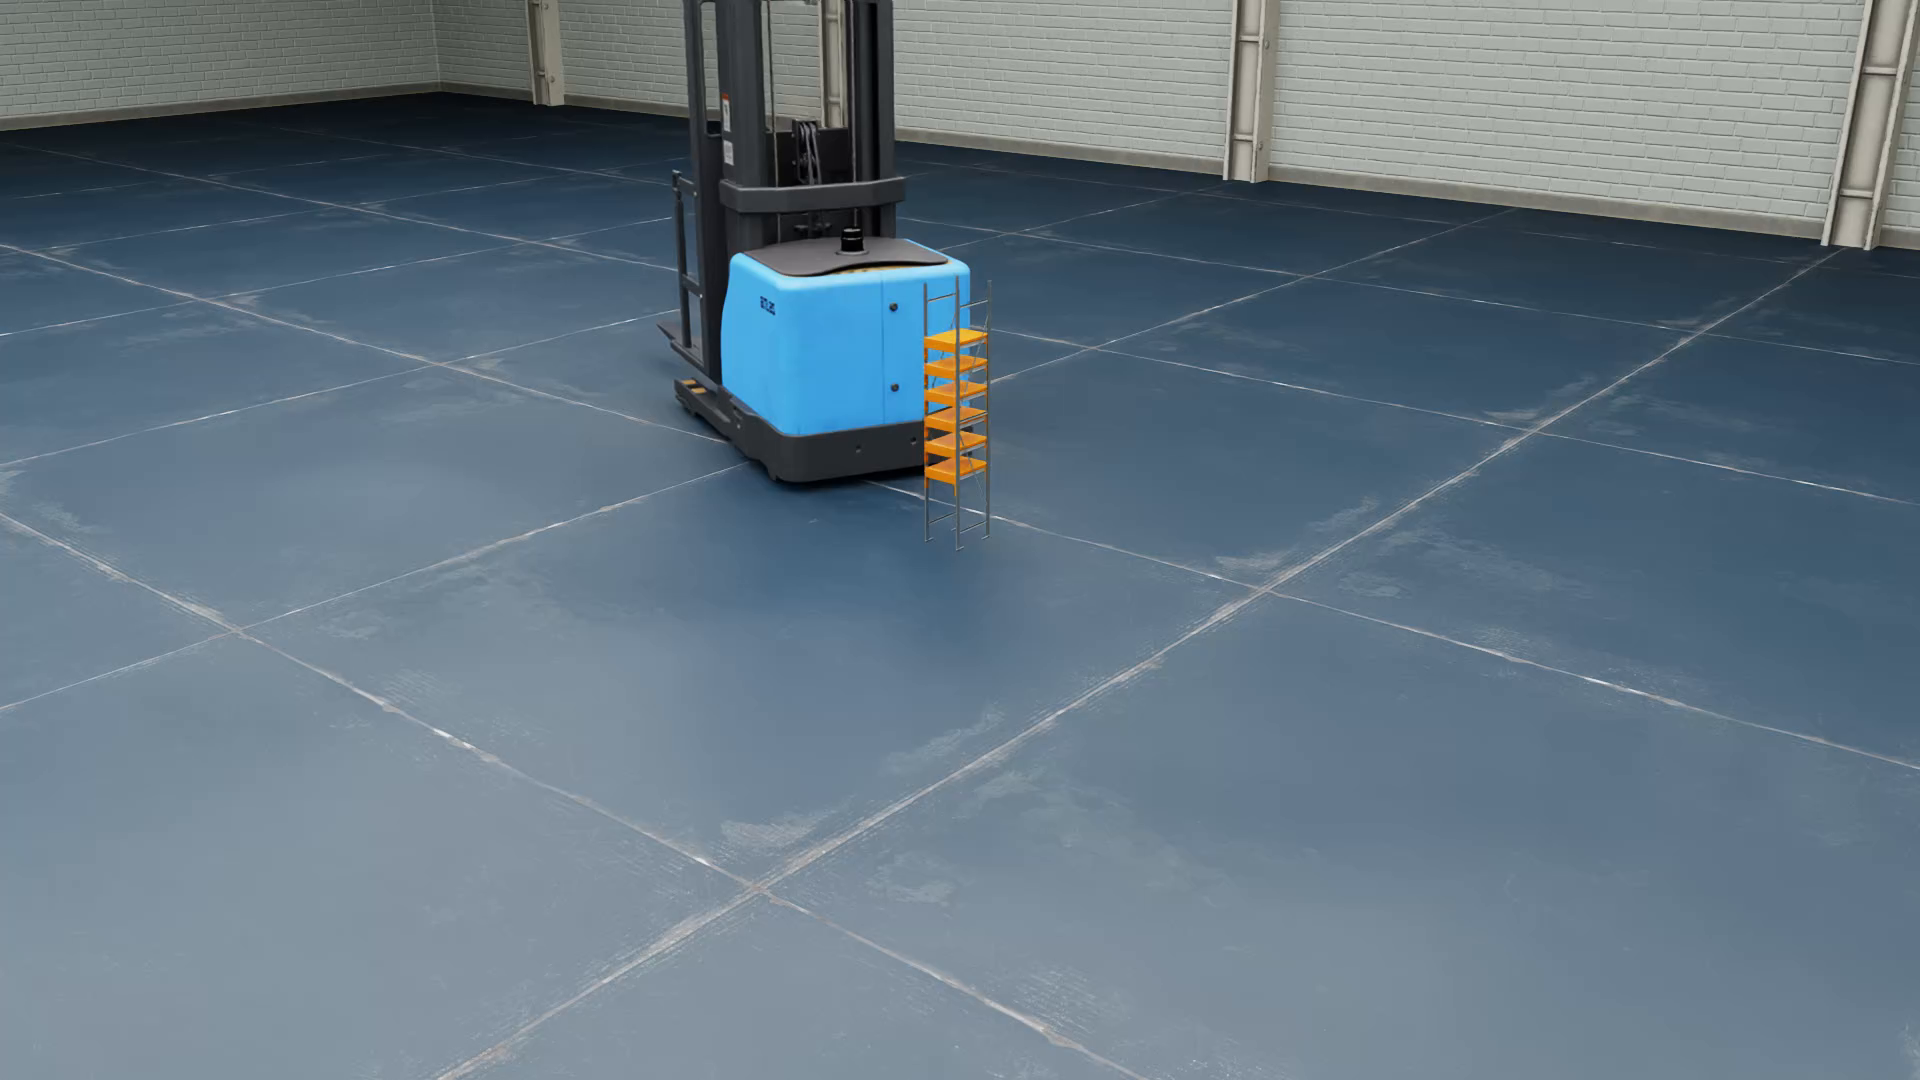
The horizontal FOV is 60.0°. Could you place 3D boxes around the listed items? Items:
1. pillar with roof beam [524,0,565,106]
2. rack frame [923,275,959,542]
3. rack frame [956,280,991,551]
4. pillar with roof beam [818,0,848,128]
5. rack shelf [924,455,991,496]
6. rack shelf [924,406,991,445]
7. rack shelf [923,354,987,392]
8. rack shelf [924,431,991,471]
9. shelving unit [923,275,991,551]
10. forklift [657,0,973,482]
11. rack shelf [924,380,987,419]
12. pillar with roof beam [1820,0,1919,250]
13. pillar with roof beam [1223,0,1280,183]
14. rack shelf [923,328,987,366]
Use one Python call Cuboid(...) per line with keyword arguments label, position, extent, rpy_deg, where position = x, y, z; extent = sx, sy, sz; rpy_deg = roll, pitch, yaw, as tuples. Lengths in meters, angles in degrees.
Cuboid(label="pillar with roof beam", position=(-8.922, -9.618, 20.421), extent=(0.400, 9.000, 9.100), rpy_deg=(16, 26, 36))
Cuboid(label="rack frame", position=(-0.082, -0.585, 7.519), extent=(0.006, 1.200, 0.240), rpy_deg=(16, 26, 36))
Cuboid(label="rack frame", position=(0.060, -0.544, 7.411), extent=(0.006, 1.200, 0.240), rpy_deg=(16, 26, 36))
Cuboid(label="pillar with roof beam", position=(-4.273, -8.280, 16.871), extent=(0.400, 9.000, 9.100), rpy_deg=(16, 26, 36))
Cuboid(label="rack shelf", position=(-0.011, -0.298, 7.565), extent=(0.180, 0.103, 0.258), rpy_deg=(16, 26, 36))
Cuboid(label="rack shelf", position=(-0.011, -0.523, 7.481), extent=(0.180, 0.103, 0.258), rpy_deg=(16, 26, 36))
Cuboid(label="rack shelf", position=(-0.011, -0.748, 7.396), extent=(0.180, 0.103, 0.258), rpy_deg=(16, 26, 36))
Cuboid(label="rack shelf", position=(-0.011, -0.411, 7.523), extent=(0.180, 0.103, 0.258), rpy_deg=(16, 26, 36))
Cuboid(label="shelving unit", position=(-0.011, -0.565, 7.465), extent=(0.189, 1.200, 0.258), rpy_deg=(16, 26, 36))
Cuboid(label="forklift", position=(-1.014, -2.138, 9.183), extent=(1.130, 2.935, 3.031), rpy_deg=(-9, 23, -23))
Cuboid(label="rack shelf", position=(-0.011, -0.635, 7.438), extent=(0.180, 0.103, 0.258), rpy_deg=(16, 26, 36))
Cuboid(label="pillar with roof beam", position=(5.024, -5.603, 9.772), extent=(0.400, 9.000, 9.100), rpy_deg=(16, 26, 36))
Cuboid(label="pillar with roof beam", position=(0.375, -6.941, 13.321), extent=(0.400, 9.000, 9.100), rpy_deg=(16, 26, 36))
Cuboid(label="rack shelf", position=(-0.011, -0.860, 7.354), extent=(0.180, 0.103, 0.258), rpy_deg=(16, 26, 36))
